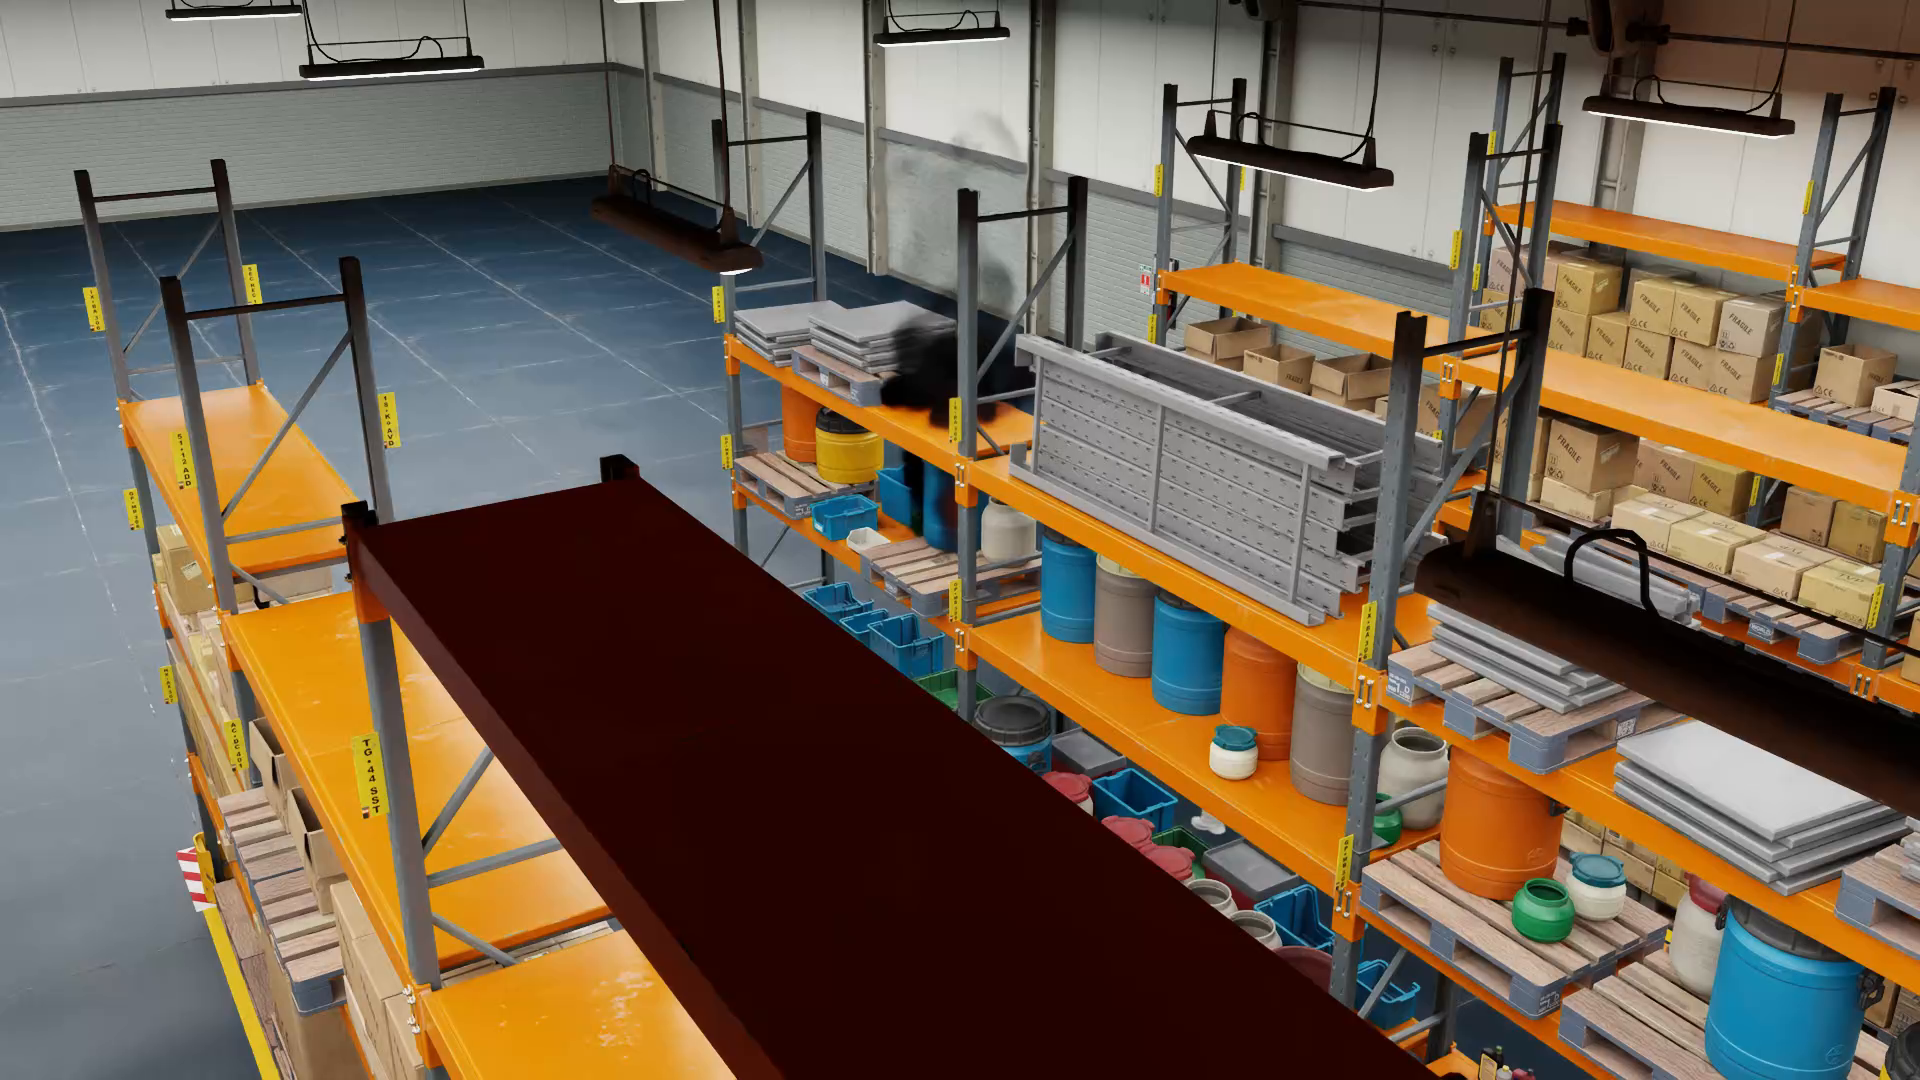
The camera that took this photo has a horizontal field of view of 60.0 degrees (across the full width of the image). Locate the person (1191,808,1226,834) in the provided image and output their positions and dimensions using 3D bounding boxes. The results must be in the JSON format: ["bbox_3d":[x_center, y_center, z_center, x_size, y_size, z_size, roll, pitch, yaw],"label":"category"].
[{"bbox_3d":[2.192,1.721,14.044,0.723,1.762,0.634,-16,27,-35],"label":"person"}]
